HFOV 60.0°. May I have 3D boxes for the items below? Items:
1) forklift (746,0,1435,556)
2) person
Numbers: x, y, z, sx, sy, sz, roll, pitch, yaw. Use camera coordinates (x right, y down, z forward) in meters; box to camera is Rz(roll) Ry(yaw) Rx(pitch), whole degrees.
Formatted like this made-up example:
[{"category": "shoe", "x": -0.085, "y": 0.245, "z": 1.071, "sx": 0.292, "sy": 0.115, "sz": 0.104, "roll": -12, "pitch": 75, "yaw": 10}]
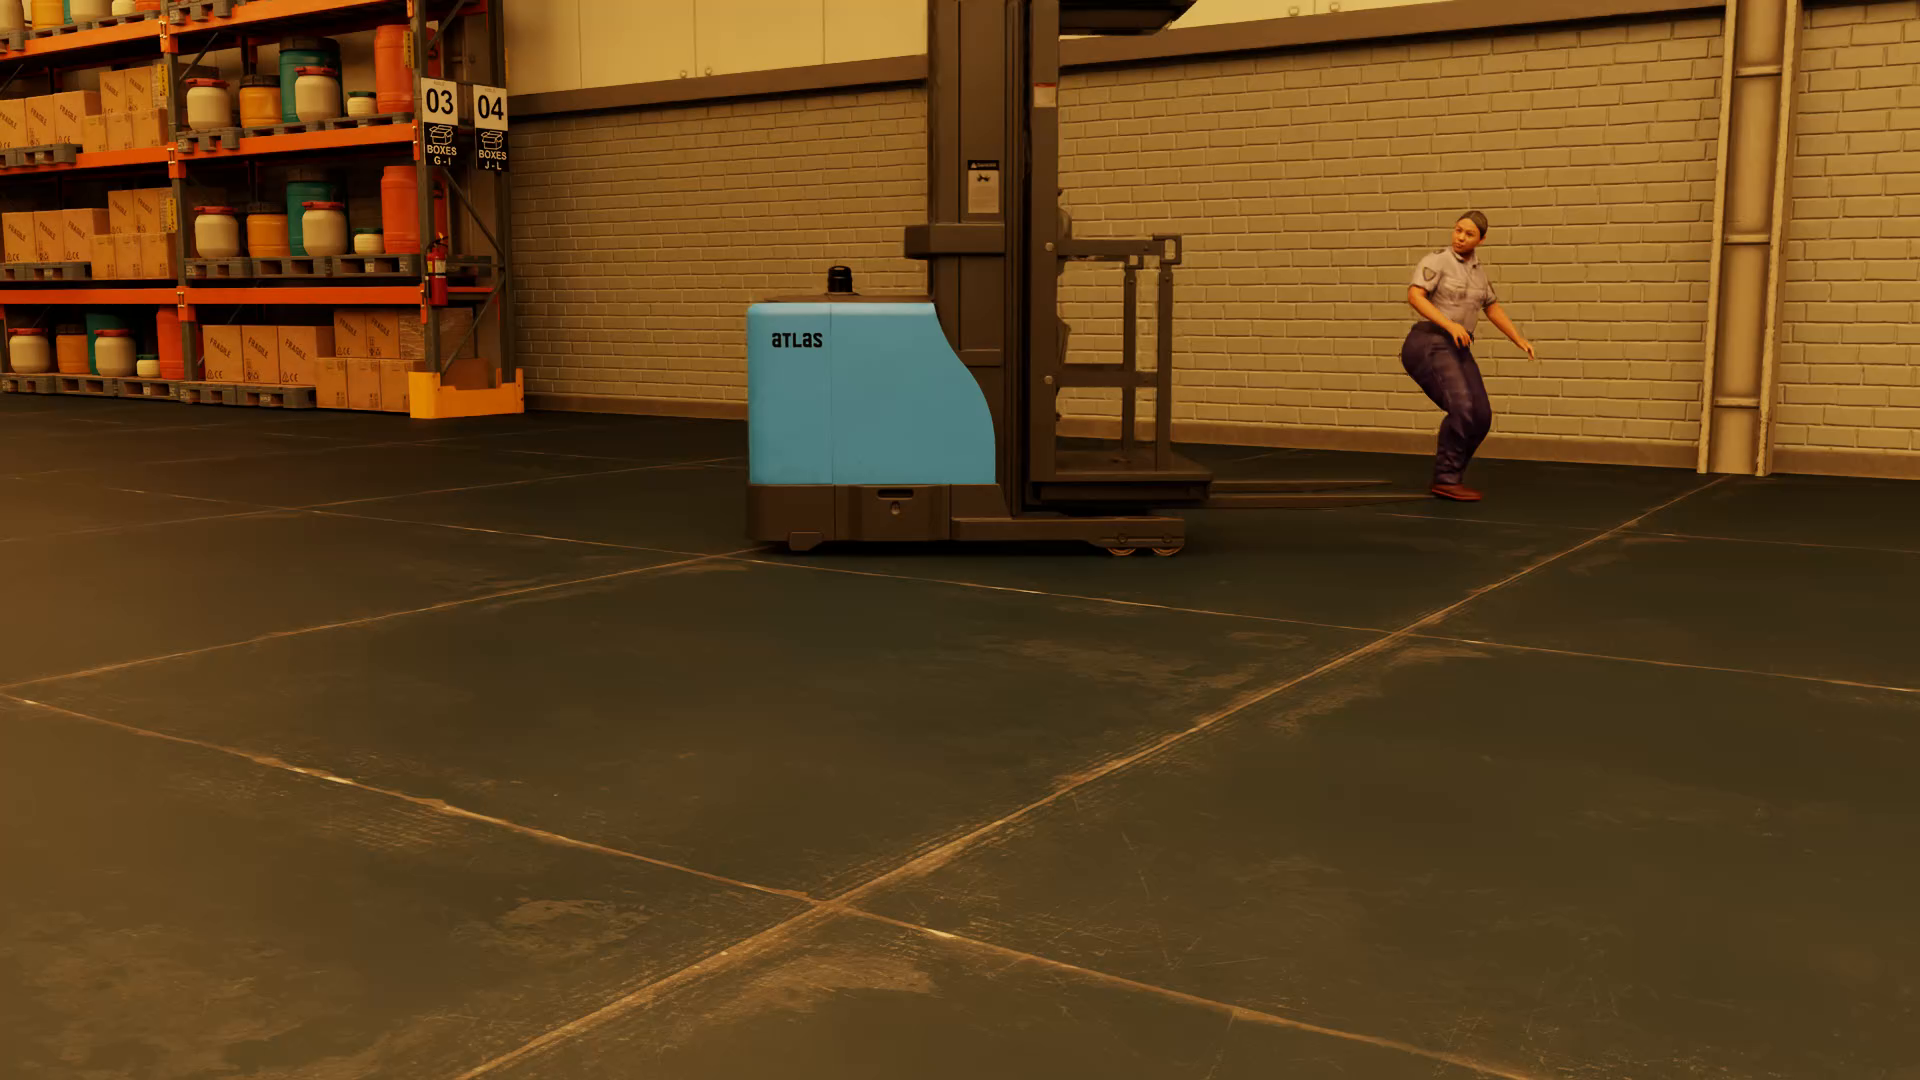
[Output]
[{"category": "forklift", "x": 0.578, "y": -1.457, "z": 7.439, "sx": 3.031, "sy": 2.935, "sz": 1.130, "roll": 0, "pitch": 8, "yaw": -3}, {"category": "person", "x": 2.789, "y": -1.010, "z": 9.214, "sx": 0.720, "sy": 1.606, "sz": 0.571, "roll": -8, "pitch": 11, "yaw": -43}]
